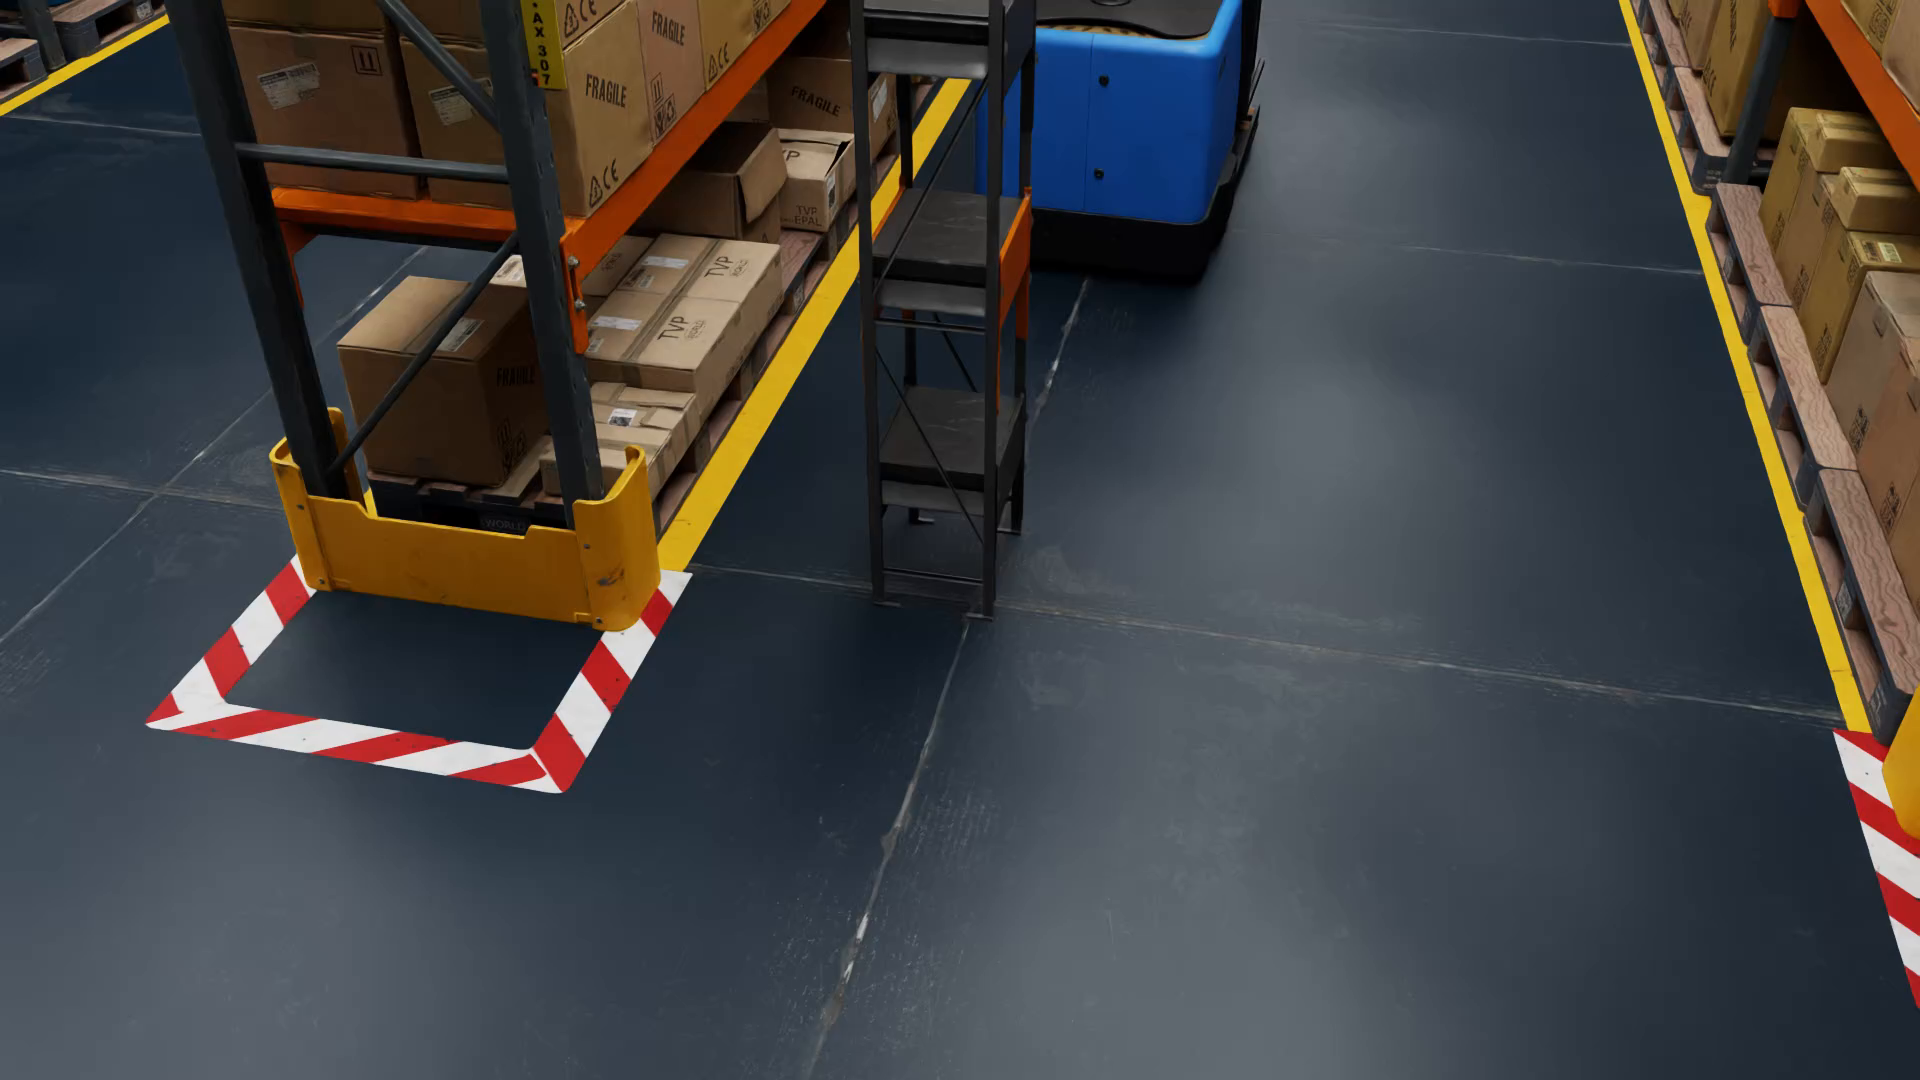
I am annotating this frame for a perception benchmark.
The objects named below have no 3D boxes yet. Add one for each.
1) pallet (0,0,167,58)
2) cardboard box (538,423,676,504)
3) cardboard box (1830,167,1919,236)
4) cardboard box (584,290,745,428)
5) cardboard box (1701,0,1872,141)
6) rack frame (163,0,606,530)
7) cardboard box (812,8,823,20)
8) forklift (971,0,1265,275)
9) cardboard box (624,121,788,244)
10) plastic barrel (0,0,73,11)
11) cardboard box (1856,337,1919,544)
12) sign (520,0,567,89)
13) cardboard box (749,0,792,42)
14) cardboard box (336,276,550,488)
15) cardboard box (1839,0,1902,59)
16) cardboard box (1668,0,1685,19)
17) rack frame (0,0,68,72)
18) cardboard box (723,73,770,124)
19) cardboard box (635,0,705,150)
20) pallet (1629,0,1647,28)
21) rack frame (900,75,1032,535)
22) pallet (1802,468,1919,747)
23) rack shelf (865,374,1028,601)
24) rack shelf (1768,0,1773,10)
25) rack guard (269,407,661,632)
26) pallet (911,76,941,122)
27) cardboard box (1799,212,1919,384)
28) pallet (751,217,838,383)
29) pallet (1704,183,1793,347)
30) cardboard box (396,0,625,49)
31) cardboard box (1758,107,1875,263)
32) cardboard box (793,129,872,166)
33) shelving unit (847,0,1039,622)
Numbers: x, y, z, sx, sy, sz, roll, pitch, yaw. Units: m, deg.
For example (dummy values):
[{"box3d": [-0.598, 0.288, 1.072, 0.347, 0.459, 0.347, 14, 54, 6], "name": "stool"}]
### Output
[{"box3d": [-5.391, -3.265, 10.075, 1.003, 0.211, 1.213, 7, 37, 10], "name": "pallet"}, {"box3d": [-1.187, -0.261, 5.609, 0.380, 0.149, 0.250, 7, 37, 10], "name": "cardboard box"}, {"box3d": [3.460, -1.247, 6.134, 0.380, 0.149, 0.250, 6, 36, 9], "name": "cardboard box"}, {"box3d": [-1.112, -0.668, 6.084, 0.500, 0.250, 0.500, 7, 37, 10], "name": "cardboard box"}, {"box3d": [4.094, -2.404, 7.984, 0.750, 0.750, 0.750, 8, 37, 11], "name": "cardboard box"}, {"box3d": [-1.612, -1.041, 4.630, 1.000, 3.000, 0.127, 7, 37, 10], "name": "rack frame"}, {"box3d": [-0.932, -2.819, 8.838, 0.500, 0.500, 0.500, 7, 37, 10], "name": "cardboard box"}, {"box3d": [0.925, -3.199, 7.666, 1.130, 2.935, 3.031, 9, 37, 12], "name": "forklift"}, {"box3d": [-1.154, -1.423, 6.910, 0.797, 0.503, 0.637, 7, 37, 10], "name": "cardboard box"}, {"box3d": [-5.463, -3.587, 9.573, 0.600, 0.901, 0.708, 7, 37, 10], "name": "plastic barrel"}, {"box3d": [3.387, -0.280, 5.353, 0.700, 0.500, 0.500, 7, 37, 10], "name": "cardboard box"}, {"box3d": [-1.082, -1.323, 4.282, 0.100, 0.325, 0.005, 7, 37, 10], "name": "sign"}, {"box3d": [-0.936, -2.173, 6.107, 0.500, 0.500, 0.500, 8, 37, 11], "name": "cardboard box"}, {"box3d": [-1.737, -0.549, 5.707, 0.500, 0.500, 0.500, 7, 37, 10], "name": "cardboard box"}, {"box3d": [3.789, -2.110, 5.849, 0.980, 0.700, 0.700, 6, 36, 9], "name": "cardboard box"}, {"box3d": [4.458, -3.401, 9.361, 0.750, 0.750, 0.750, 7, 37, 10], "name": "cardboard box"}, {"box3d": [-5.596, -3.957, 8.653, 1.000, 3.000, 0.127, 7, 37, 10], "name": "rack frame"}, {"box3d": [-1.059, -2.210, 8.159, 0.500, 0.311, 0.500, 7, 37, 10], "name": "cardboard box"}, {"box3d": [-1.155, -1.599, 5.315, 0.500, 0.500, 0.500, 7, 37, 10], "name": "cardboard box"}, {"box3d": [4.695, -3.437, 10.312, 1.003, 0.211, 1.213, 7, 37, 10], "name": "pallet"}, {"box3d": [0.017, -0.895, 5.196, 0.400, 2.100, 0.015, 7, 37, 10], "name": "rack frame"}, {"box3d": [3.322, 0.239, 5.240, 1.003, 0.211, 1.213, 7, 37, 10], "name": "pallet"}, {"box3d": [-0.035, -0.177, 5.422, 0.431, 0.518, 0.480, 7, 37, 10], "name": "rack shelf"}, {"box3d": [4.510, -3.570, 8.733, 1.077, 0.370, 4.000, 7, 37, 10], "name": "rack shelf"}, {"box3d": [-1.596, -0.072, 5.423, 1.175, 0.500, 0.348, 7, 37, 10], "name": "rack guard"}, {"box3d": [-0.621, -2.676, 9.262, 1.003, 0.211, 1.213, 7, 37, 10], "name": "pallet"}, {"box3d": [3.600, -0.876, 6.174, 0.700, 0.500, 0.500, 8, 37, 11], "name": "cardboard box"}, {"box3d": [-1.164, -1.110, 7.101, 1.003, 0.211, 1.213, 7, 37, 10], "name": "pallet"}, {"box3d": [3.843, -1.160, 7.170, 1.003, 0.211, 1.213, 7, 37, 10], "name": "pallet"}, {"box3d": [-1.260, -1.707, 4.612, 0.500, 0.500, 0.500, 8, 37, 11], "name": "cardboard box"}, {"box3d": [3.822, -1.457, 6.977, 0.700, 0.500, 0.500, 8, 37, 11], "name": "cardboard box"}, {"box3d": [-0.624, -1.773, 7.695, 0.380, 0.149, 0.250, 7, 37, 10], "name": "cardboard box"}, {"box3d": [-0.035, -0.755, 5.003, 0.431, 2.100, 0.503, 7, 37, 10], "name": "shelving unit"}]
